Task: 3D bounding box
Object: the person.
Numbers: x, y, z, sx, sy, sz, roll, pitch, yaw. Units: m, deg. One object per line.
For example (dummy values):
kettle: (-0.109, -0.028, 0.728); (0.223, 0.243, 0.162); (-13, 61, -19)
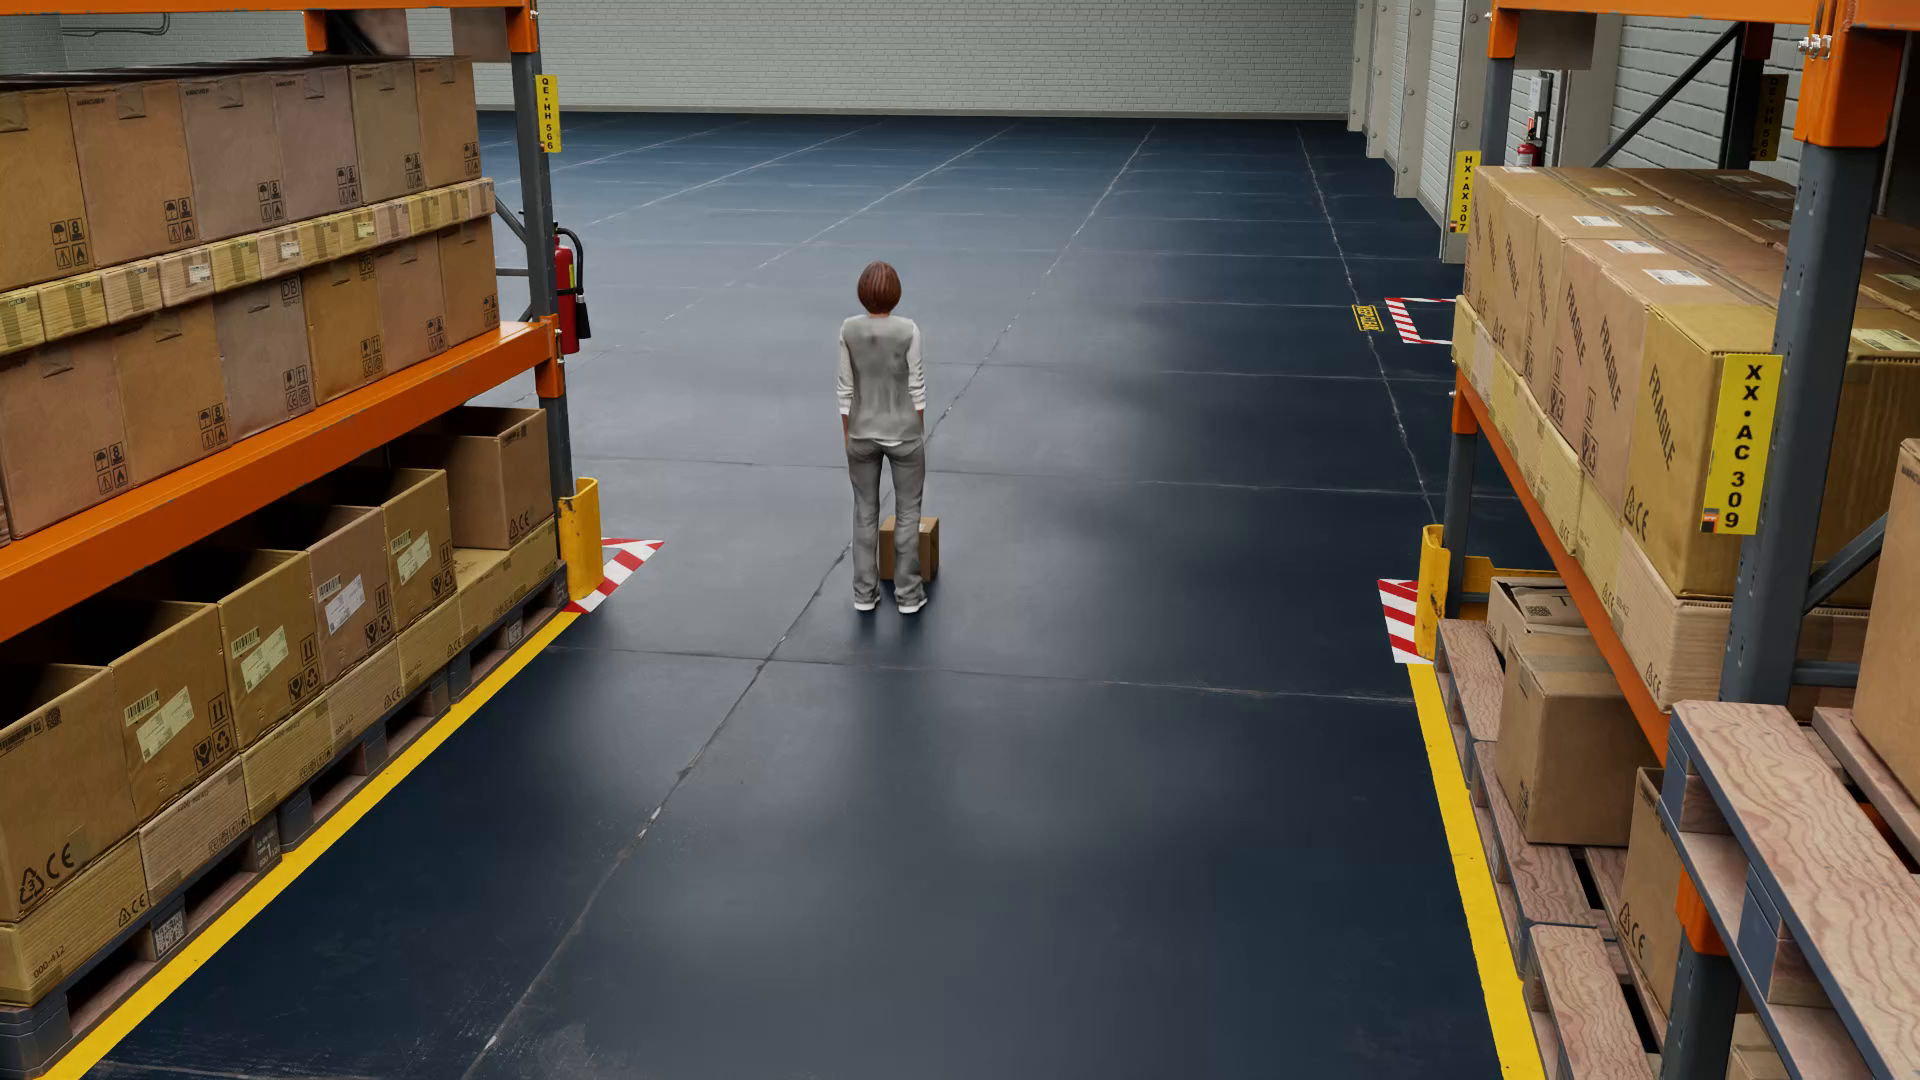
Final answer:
person: (-0.349, -0.446, 7.455); (0.405, 1.583, 0.304); (3, 18, 10)
